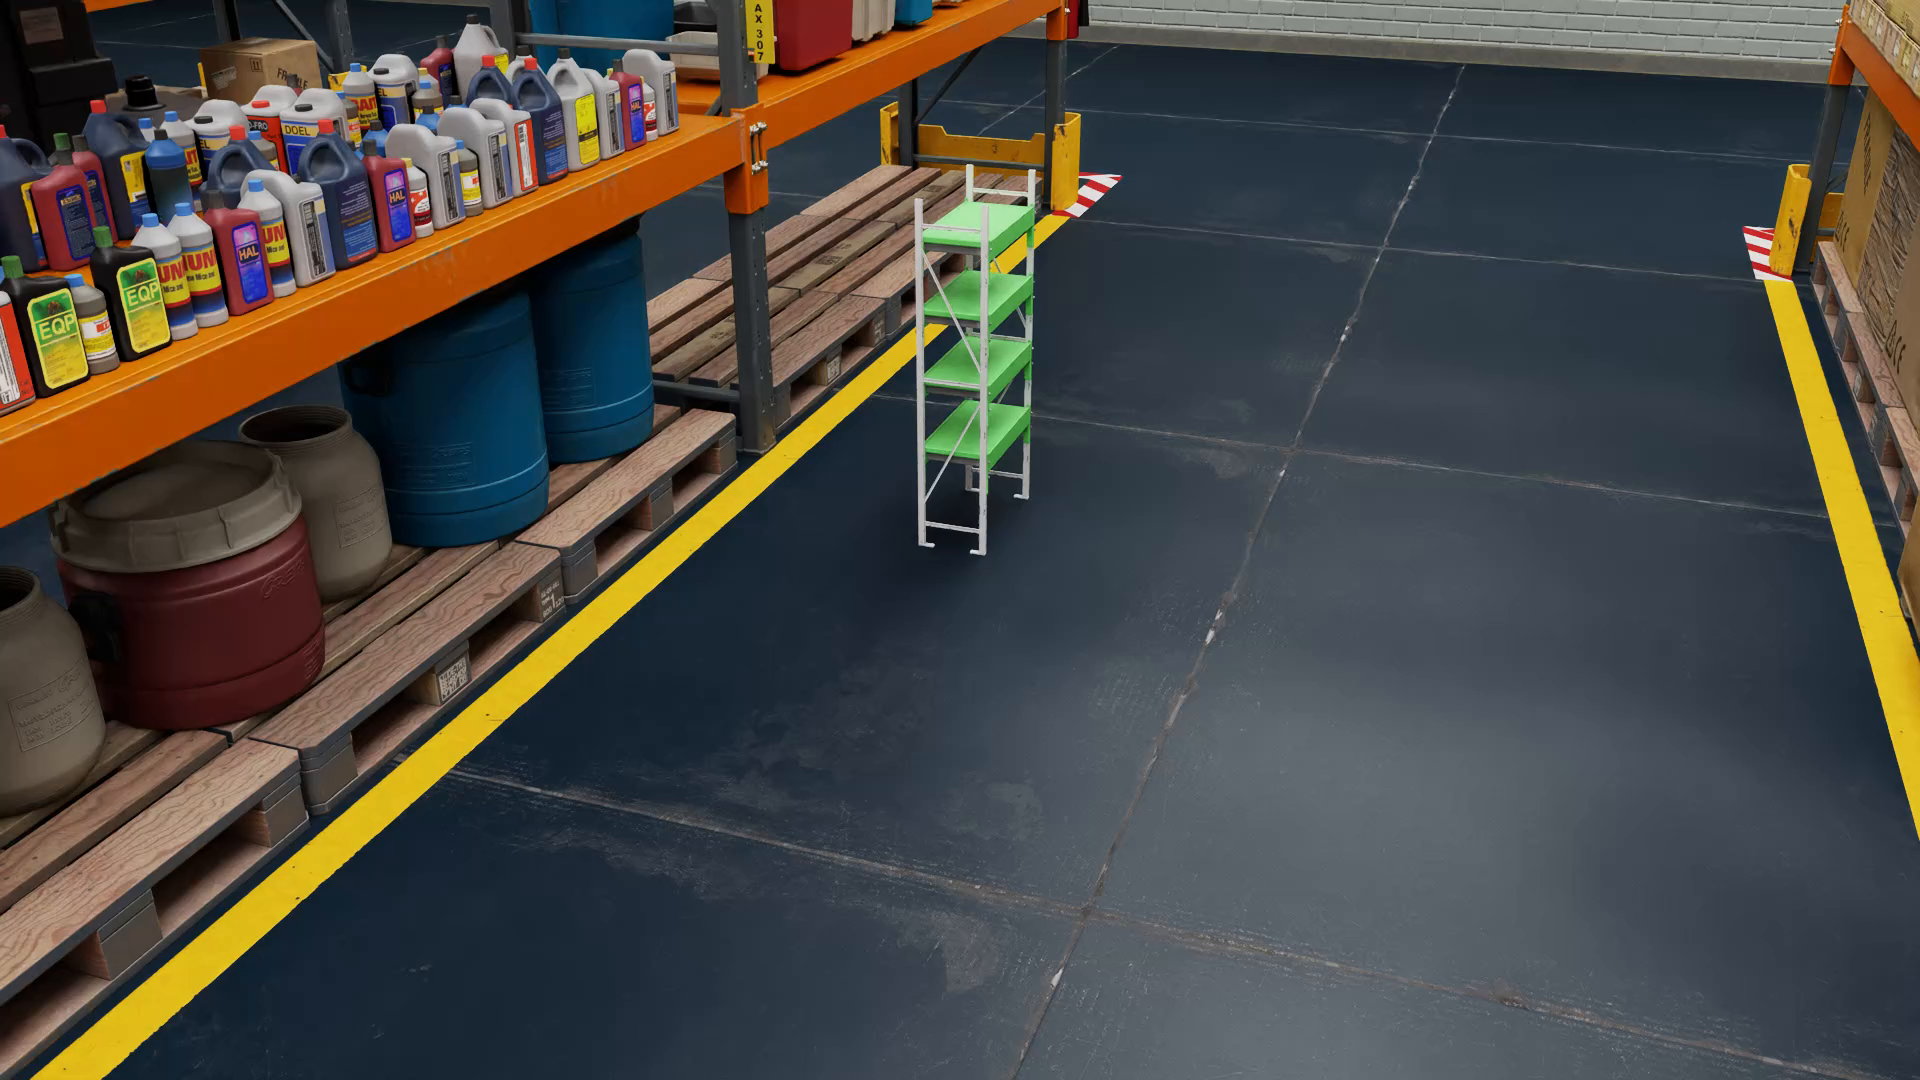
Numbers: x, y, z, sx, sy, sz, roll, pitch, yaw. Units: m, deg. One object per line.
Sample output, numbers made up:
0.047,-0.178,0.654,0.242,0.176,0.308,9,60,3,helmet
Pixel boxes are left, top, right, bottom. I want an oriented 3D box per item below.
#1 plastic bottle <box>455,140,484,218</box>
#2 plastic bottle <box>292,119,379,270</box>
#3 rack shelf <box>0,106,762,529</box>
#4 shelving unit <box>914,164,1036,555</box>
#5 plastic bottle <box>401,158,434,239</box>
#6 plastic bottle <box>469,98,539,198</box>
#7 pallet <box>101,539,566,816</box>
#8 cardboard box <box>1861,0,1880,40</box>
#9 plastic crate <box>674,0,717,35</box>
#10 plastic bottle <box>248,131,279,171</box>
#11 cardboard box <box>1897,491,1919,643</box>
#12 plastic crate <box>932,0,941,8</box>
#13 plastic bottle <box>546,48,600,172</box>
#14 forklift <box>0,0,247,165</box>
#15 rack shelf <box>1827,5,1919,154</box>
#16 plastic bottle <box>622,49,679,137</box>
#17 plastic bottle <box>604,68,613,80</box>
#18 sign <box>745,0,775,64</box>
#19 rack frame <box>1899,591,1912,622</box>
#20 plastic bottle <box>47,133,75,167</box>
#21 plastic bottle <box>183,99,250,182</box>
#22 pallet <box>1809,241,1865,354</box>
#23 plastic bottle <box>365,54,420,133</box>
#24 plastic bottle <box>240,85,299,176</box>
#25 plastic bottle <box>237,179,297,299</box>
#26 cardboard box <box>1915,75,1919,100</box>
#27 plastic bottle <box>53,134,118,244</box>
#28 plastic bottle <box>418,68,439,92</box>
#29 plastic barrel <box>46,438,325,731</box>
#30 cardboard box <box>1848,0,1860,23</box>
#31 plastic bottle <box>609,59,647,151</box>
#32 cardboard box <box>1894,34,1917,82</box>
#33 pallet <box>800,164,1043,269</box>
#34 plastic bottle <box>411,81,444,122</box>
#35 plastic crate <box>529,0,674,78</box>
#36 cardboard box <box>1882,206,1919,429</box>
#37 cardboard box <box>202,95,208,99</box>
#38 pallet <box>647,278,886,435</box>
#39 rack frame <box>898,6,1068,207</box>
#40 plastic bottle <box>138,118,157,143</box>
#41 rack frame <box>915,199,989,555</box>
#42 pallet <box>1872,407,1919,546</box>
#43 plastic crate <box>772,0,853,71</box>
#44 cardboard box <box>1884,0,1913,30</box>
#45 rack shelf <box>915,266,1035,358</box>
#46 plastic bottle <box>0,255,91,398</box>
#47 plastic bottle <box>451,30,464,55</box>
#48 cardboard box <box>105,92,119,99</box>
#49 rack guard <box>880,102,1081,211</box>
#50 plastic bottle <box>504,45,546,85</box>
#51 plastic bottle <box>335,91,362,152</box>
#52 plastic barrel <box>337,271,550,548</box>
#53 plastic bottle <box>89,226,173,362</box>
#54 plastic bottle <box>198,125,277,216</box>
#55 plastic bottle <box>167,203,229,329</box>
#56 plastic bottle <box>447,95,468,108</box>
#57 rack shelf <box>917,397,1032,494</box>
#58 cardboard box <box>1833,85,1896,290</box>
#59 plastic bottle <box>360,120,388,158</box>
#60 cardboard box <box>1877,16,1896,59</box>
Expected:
-1.383,-1.005,4.612,0.097,0.201,0.097,0,26,0,plastic bottle
-1.574,-0.868,4.156,0.144,0.351,0.185,9,27,17,plastic bottle
-1.875,-0.622,4.418,1.077,0.370,4.000,9,27,17,rack shelf
0.055,-0.608,5.629,0.258,1.200,0.503,9,27,17,shelving unit
-1.460,-0.910,4.415,0.097,0.201,0.097,0,26,0,plastic bottle
-1.326,-1.146,4.816,0.152,0.276,0.135,9,27,17,plastic bottle
-1.910,0.302,4.885,1.003,0.211,1.213,9,27,17,pallet
4.194,-2.271,7.287,0.380,0.149,0.250,8,27,16,cardboard box
-1.091,-2.170,7.036,0.437,0.125,0.590,9,27,17,plastic crate
-1.985,-1.057,4.719,0.097,0.201,0.097,0,26,0,plastic bottle
3.267,-0.016,4.298,1.225,0.875,0.875,9,27,18,cardboard box
-0.240,-2.599,7.910,0.298,0.136,0.250,9,27,17,plastic crate
-1.207,-1.320,5.091,0.144,0.351,0.185,9,27,17,plastic bottle
-3.986,-1.714,5.927,1.130,2.935,3.031,15,30,28,forklift
4.126,-1.547,6.329,1.077,0.370,4.000,9,27,17,rack shelf
-1.036,-1.503,5.554,0.152,0.276,0.135,9,27,17,plastic bottle
-1.160,-1.480,5.592,0.097,0.201,0.097,0,26,0,plastic bottle
-0.692,-1.812,5.732,0.100,0.325,0.005,9,27,17,sign
3.461,-1.049,4.475,1.000,3.000,0.127,9,27,17,rack frame
-2.322,-0.900,4.300,0.061,0.283,0.133,9,27,17,plastic bottle
-2.108,-1.101,4.724,0.152,0.276,0.135,9,27,17,plastic bottle
4.600,-1.098,7.776,1.003,0.211,1.213,9,27,17,pallet
-1.845,-1.426,5.396,0.152,0.276,0.135,9,27,17,plastic bottle
-2.031,-1.196,4.921,0.152,0.276,0.135,9,27,17,plastic bottle
-1.643,-0.715,3.933,0.097,0.271,0.097,0,26,0,plastic bottle
3.681,-1.637,5.978,0.380,0.149,0.250,8,27,17,cardboard box
-2.265,-0.891,4.282,0.061,0.283,0.133,9,27,17,plastic bottle
-1.800,-1.484,5.602,0.097,0.201,0.097,0,26,0,plastic bottle
-2.018,0.105,4.376,0.600,0.588,0.708,9,27,17,plastic barrel
4.363,-2.482,7.722,0.380,0.149,0.250,9,27,18,cardboard box
-1.070,-1.405,5.343,0.061,0.283,0.133,9,27,17,plastic bottle
3.852,-1.850,6.417,0.380,0.149,0.250,8,27,16,cardboard box
-0.190,-1.823,9.273,1.003,0.211,1.213,9,27,17,pallet
-1.721,-1.382,5.391,0.097,0.201,0.097,0,26,0,plastic bottle
-1.376,-2.029,6.447,0.392,0.384,0.575,9,27,17,plastic crate
4.055,-0.912,6.147,0.875,0.875,0.875,9,27,17,cardboard box
-5.095,-2.829,10.897,0.380,0.166,0.250,9,27,17,cardboard box
-1.002,-0.820,7.202,1.003,0.211,1.213,9,27,17,pallet
0.121,-3.411,9.354,1.000,3.000,0.127,9,27,17,rack frame
-2.205,-1.015,4.552,0.097,0.271,0.097,0,26,0,plastic bottle
-0.026,-0.508,5.422,0.240,1.200,0.015,9,27,17,rack frame
3.788,-0.095,5.705,1.003,0.211,1.213,9,27,17,pallet
-0.676,-2.154,6.614,0.402,0.464,0.583,9,27,17,plastic crate
4.040,-2.181,6.643,0.500,0.250,0.500,8,27,16,cardboard box
0.055,-0.767,5.552,0.258,0.148,0.480,9,27,17,rack shelf
-1.851,-0.441,3.352,0.061,0.283,0.133,9,27,17,plastic bottle
-1.734,-1.626,5.801,0.061,0.283,0.133,9,27,17,plastic bottle
-5.259,-2.335,9.490,0.797,0.503,0.637,9,27,17,cardboard box
0.117,-2.298,9.923,1.175,0.500,0.348,9,27,17,rack guard
-1.343,-1.341,5.134,0.144,0.351,0.185,9,27,17,plastic bottle
-1.942,-1.309,5.240,0.097,0.201,0.097,0,26,0,plastic bottle
-1.643,-0.500,5.267,0.600,0.901,0.708,9,27,17,plastic barrel
-1.774,-0.536,3.548,0.061,0.283,0.133,9,27,17,plastic bottle
-1.762,-0.834,4.088,0.144,0.351,0.185,9,27,17,plastic bottle
-1.720,-0.620,3.737,0.097,0.271,0.097,0,26,0,plastic bottle
-1.449,-1.154,4.839,0.097,0.271,0.097,0,26,0,plastic bottle
0.055,-0.335,5.761,0.258,0.148,0.480,9,27,17,rack shelf
4.654,-1.651,7.675,0.875,0.875,0.875,9,27,17,cardboard box
-1.571,-1.003,4.528,0.097,0.271,0.097,0,26,0,plastic bottle
4.022,-2.059,6.850,0.380,0.149,0.250,8,27,16,cardboard box
